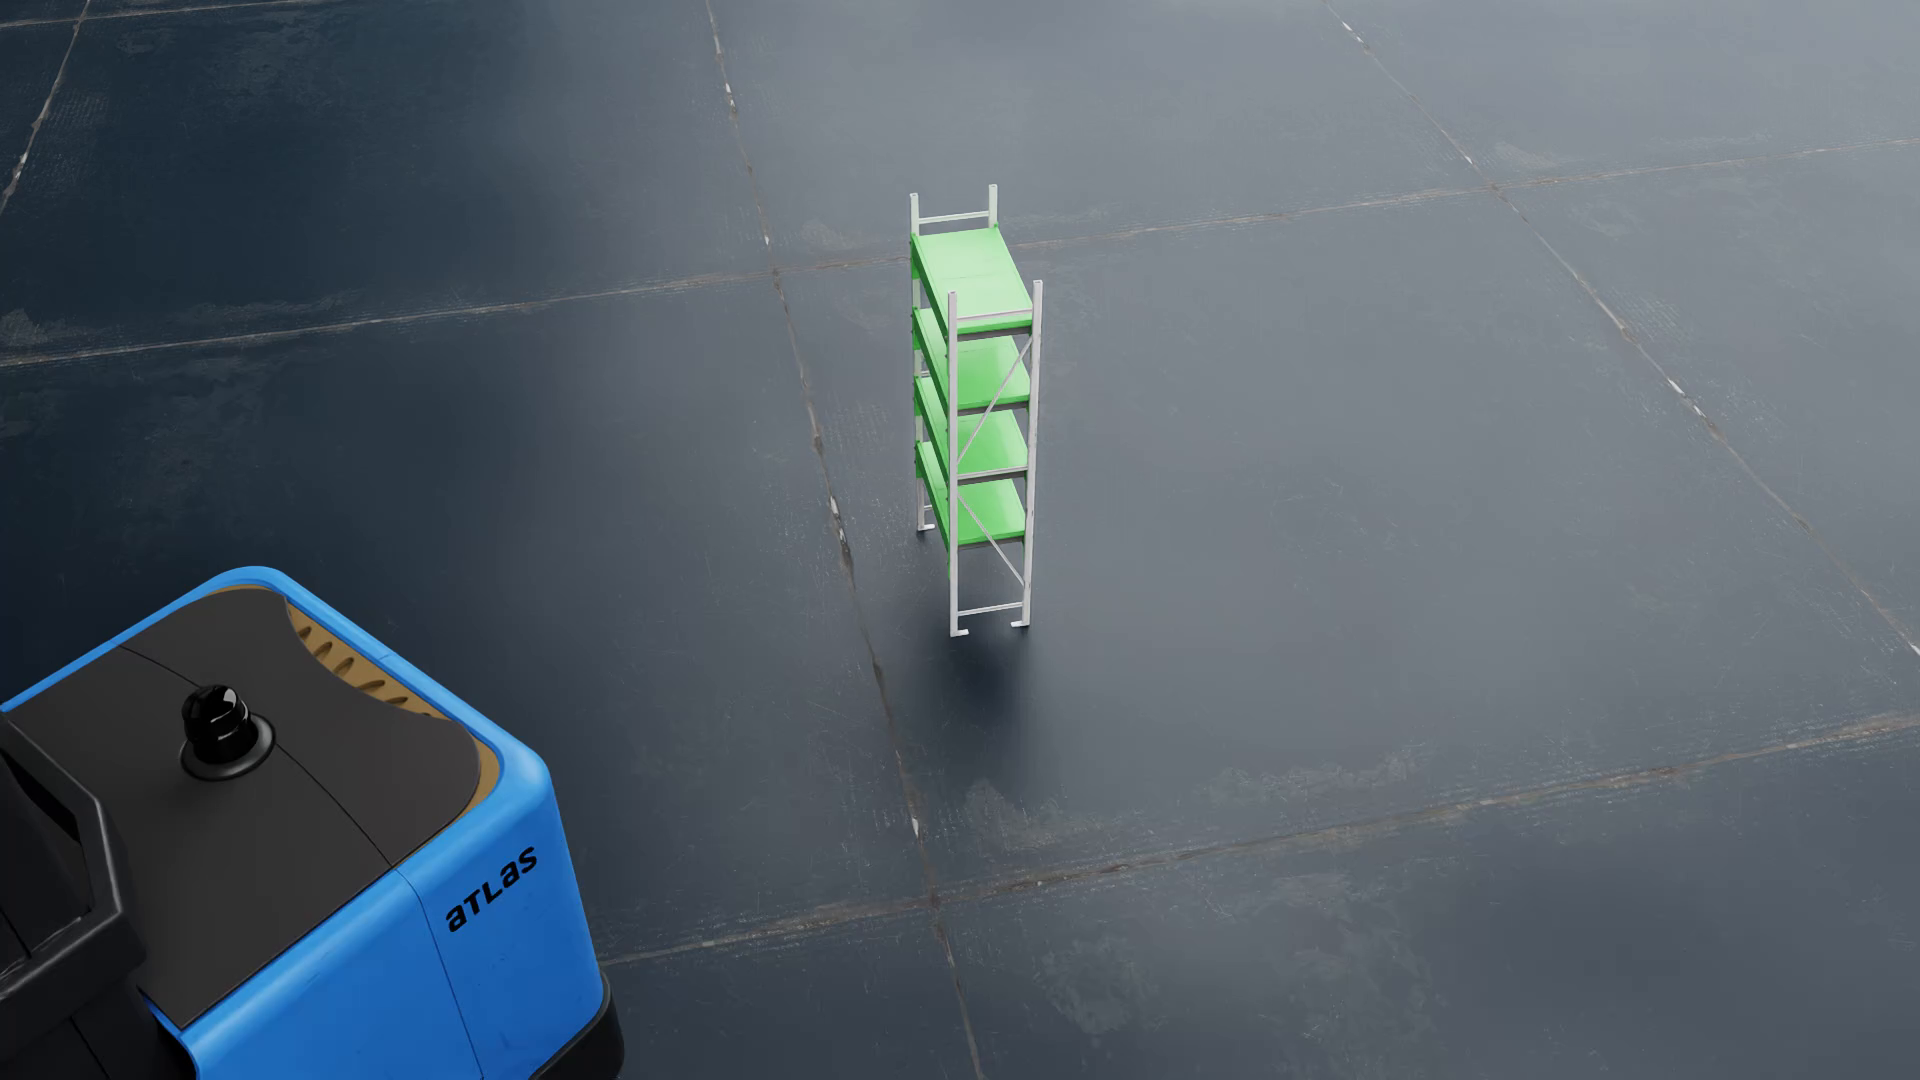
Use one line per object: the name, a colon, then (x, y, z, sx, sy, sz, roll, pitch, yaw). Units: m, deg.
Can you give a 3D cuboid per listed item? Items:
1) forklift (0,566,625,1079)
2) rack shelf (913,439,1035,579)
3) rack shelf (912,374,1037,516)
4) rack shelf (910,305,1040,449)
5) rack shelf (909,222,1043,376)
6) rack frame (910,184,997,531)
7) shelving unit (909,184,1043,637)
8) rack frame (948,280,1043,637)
forklift: (-2.078, 0.702, 2.251, 1.130, 2.935, 3.031, 28, 49, 28)
rack shelf: (0.036, -0.114, 4.933, 0.258, 0.148, 0.480, -8, 42, -9)
rack shelf: (0.036, -0.294, 4.773, 0.258, 0.148, 0.480, -8, 42, -9)
rack shelf: (0.036, -0.473, 4.614, 0.258, 0.148, 0.480, -8, 42, -9)
rack shelf: (0.036, -0.653, 4.455, 0.258, 0.148, 0.480, -8, 42, -9)
rack frame: (-0.017, -0.500, 4.909, 0.240, 1.200, 0.015, -8, 42, -9)
shelving unit: (0.036, -0.341, 4.731, 0.258, 1.200, 0.503, -8, 42, -9)
rack frame: (0.088, -0.183, 4.553, 0.240, 1.200, 0.015, -8, 42, -9)
